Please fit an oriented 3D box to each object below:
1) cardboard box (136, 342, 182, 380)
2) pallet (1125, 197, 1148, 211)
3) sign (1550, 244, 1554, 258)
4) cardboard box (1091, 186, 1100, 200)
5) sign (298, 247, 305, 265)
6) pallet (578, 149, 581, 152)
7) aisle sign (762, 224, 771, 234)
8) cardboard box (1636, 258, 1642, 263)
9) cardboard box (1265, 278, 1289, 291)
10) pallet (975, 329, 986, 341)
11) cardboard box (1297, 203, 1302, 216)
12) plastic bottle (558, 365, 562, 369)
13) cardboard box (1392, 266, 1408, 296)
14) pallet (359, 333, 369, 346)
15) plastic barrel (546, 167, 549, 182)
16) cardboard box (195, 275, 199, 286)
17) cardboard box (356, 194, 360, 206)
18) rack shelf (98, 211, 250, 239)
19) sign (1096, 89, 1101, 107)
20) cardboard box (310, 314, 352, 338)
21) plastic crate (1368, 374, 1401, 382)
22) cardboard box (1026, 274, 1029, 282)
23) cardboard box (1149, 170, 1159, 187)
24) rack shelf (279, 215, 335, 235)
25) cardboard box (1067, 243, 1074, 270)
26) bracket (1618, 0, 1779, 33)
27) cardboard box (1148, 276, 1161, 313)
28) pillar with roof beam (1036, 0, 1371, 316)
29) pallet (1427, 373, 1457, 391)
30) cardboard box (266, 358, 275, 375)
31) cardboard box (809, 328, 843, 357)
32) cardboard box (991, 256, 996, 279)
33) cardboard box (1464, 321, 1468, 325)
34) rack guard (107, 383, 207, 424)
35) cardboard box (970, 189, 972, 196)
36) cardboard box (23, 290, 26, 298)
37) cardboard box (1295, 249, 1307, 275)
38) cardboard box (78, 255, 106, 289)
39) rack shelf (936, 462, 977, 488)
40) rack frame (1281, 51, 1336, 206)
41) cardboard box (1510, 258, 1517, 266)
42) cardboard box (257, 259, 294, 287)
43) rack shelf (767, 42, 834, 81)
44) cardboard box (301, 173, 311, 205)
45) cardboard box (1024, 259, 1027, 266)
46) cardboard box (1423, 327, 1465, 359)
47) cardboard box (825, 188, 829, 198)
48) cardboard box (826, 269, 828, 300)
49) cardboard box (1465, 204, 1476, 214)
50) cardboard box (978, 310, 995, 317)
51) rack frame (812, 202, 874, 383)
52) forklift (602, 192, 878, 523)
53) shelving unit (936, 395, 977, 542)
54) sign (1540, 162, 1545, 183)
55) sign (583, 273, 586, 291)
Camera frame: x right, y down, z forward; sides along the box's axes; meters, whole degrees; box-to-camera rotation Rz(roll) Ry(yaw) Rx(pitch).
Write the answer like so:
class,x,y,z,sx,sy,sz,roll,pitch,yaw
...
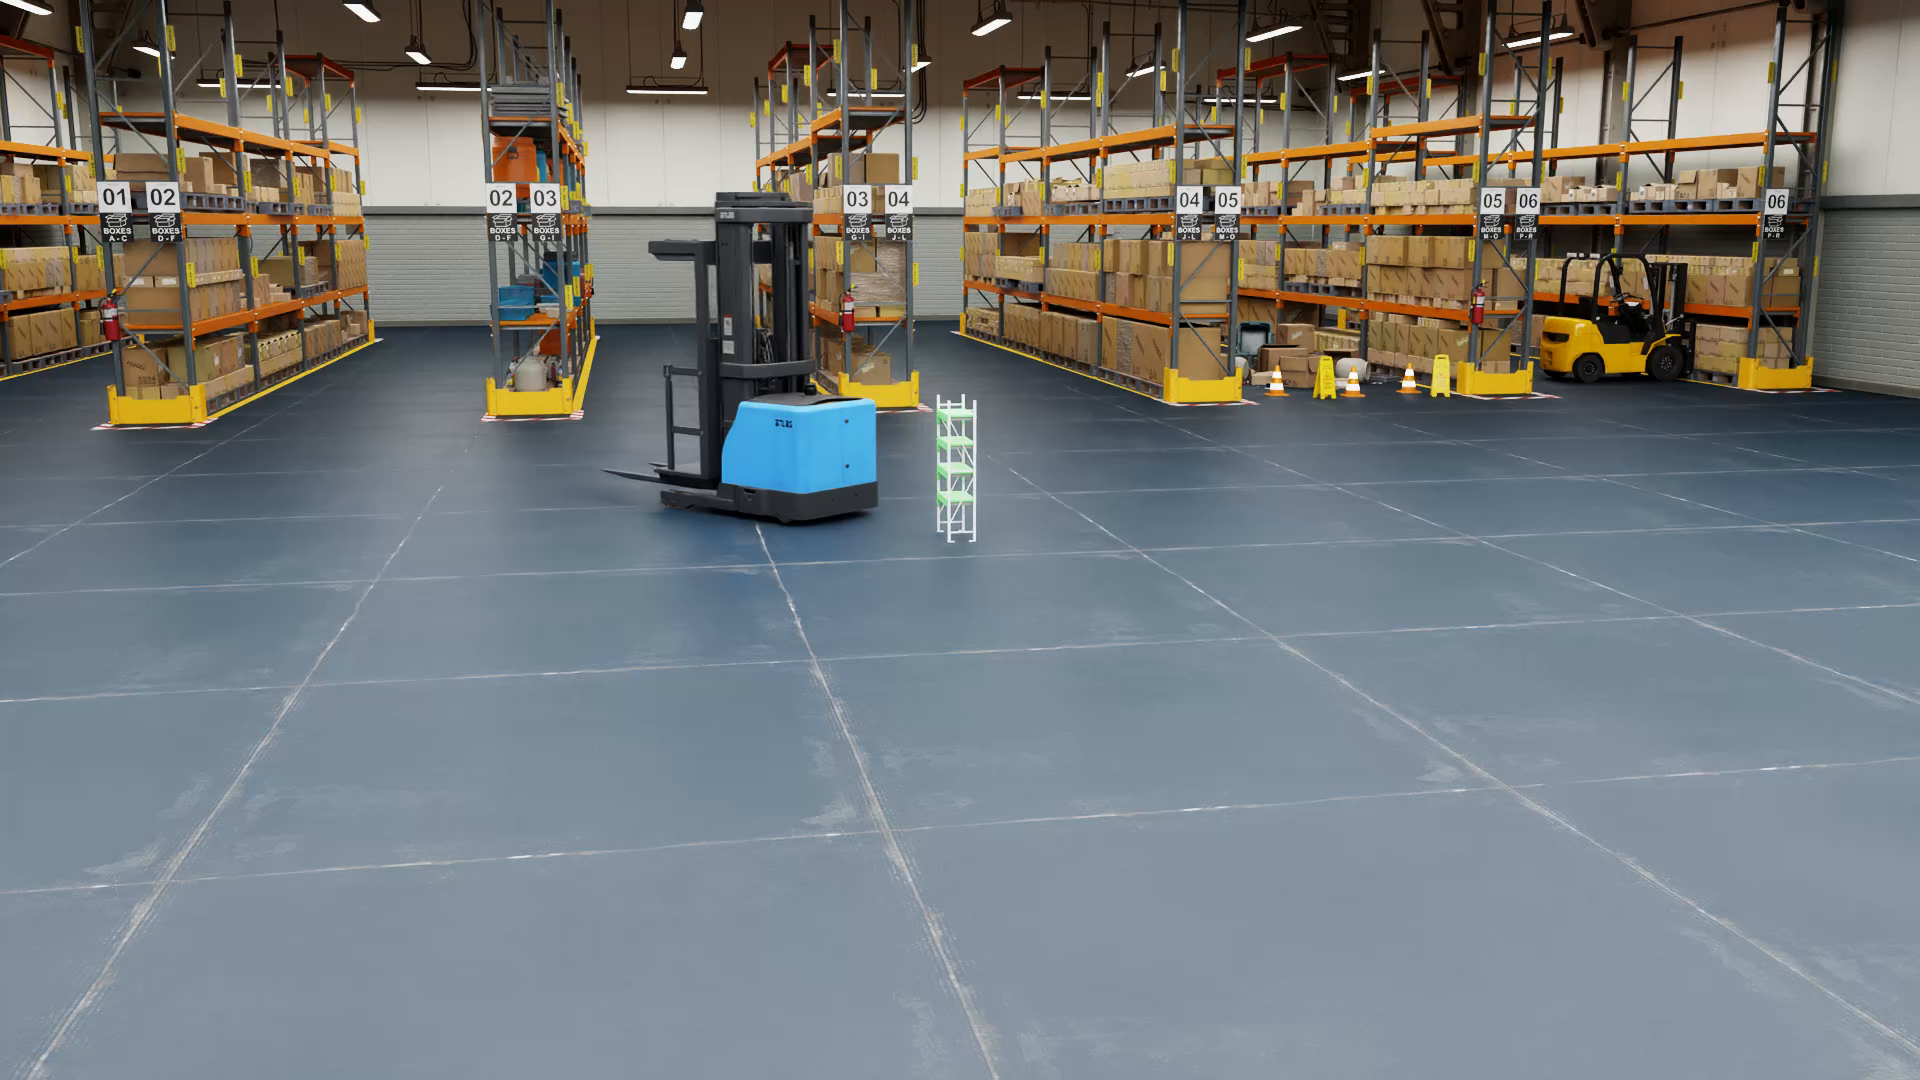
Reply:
class,x,y,z,sx,sy,sz,roll,pitch,yaw
cardboard box,-11.512,-2.580,23.954,0.500,0.500,0.500,-2,11,-11
pallet,3.301,-5.397,26.744,1.003,0.211,1.213,-2,11,-11
sign,12.388,-6.044,34.830,0.100,0.325,0.005,-2,11,-11
cardboard box,2.624,-6.120,29.315,0.500,0.250,0.500,-2,11,-10
sign,-11.919,-5.142,30.095,0.100,0.325,0.005,-2,11,-11
pallet,-8.190,-7.973,33.594,1.003,0.211,1.213,-2,11,-11
aisle sign,-4.609,-7.659,39.461,0.394,0.787,0.004,-2,11,-11
cardboard box,12.550,-5.121,30.281,0.380,0.149,0.250,-2,11,-10
cardboard box,6.623,-5.282,34.329,0.500,0.250,0.500,-3,11,-13
pallet,0.956,-4.784,38.767,1.003,0.211,1.213,-2,11,-11
cardboard box,6.920,-6.570,33.027,0.396,0.266,0.258,-2,11,-11
plastic bottle,-6.220,-2.603,25.971,0.097,0.271,0.097,0,11,0
cardboard box,7.771,-4.460,28.543,0.500,0.500,0.500,-2,11,-11
pallet,-13.848,-4.490,37.223,1.003,0.211,1.213,-2,11,-11
plastic barrel,-7.529,-6.138,29.254,0.600,0.830,0.708,-2,11,-11
cardboard box,-10.873,-3.627,23.229,0.380,0.149,0.250,-2,11,-11
cardboard box,-13.669,-7.581,37.044,0.500,0.250,0.500,-2,11,-11
rack shelf,-11.296,-4.573,24.100,1.077,0.370,4.000,-2,11,-11
sign,2.684,-8.579,32.280,0.100,0.325,0.005,-2,11,-11
cardboard box,-13.611,-4.621,35.951,0.797,0.503,0.637,-2,11,-11
plastic crate,7.255,-2.787,28.626,0.402,0.080,0.583,-6,13,-31
cardboard box,1.547,-5.276,33.445,0.380,0.149,0.250,-2,11,-11
cardboard box,3.230,-5.580,25.683,0.500,0.250,0.500,-2,11,-11
rack shelf,-12.852,-6.040,31.808,1.077,0.370,4.000,-2,11,-11
cardboard box,2.419,-5.345,31.316,0.700,0.500,0.500,-2,11,-12
bracket,13.218,-9.398,29.881,0.076,0.066,4.783,-2,11,-11
cardboard box,3.451,-3.847,25.986,0.875,0.550,0.550,-2,11,-11
pillar with roof beam,6.425,-10.239,43.925,9.100,9.000,0.548,-2,11,-11
pallet,8.394,-2.600,27.292,1.003,0.211,1.213,-2,11,-11
cardboard box,-11.618,-2.852,27.387,0.500,0.250,0.500,-2,11,-10
cardboard box,-2.475,-3.677,31.002,0.700,0.500,0.500,-3,11,-16
cardboard box,0.991,-6.082,37.063,0.500,0.500,0.500,-2,11,-11
cardboard box,11.359,-4.690,36.378,0.500,0.500,0.500,-2,11,-9
rack guard,-10.902,-1.853,22.596,1.175,0.500,0.348,-2,11,-11
cardboard box,0.437,-8.215,39.312,0.380,0.149,0.250,-2,11,-11
cardboard box,-17.396,-4.515,30.511,0.380,0.149,0.250,-2,11,-10
cardboard box,6.944,-5.488,32.822,0.500,0.500,0.500,-2,11,-8
cardboard box,-18.477,-5.620,34.900,0.980,0.700,0.700,-3,11,-14
rack shelf,-0.032,-0.557,14.256,0.258,0.148,0.480,-2,11,-11
rack frame,6.976,-8.220,33.316,1.000,3.000,0.127,-2,11,-11
cardboard box,11.617,-5.753,34.396,0.380,0.149,0.250,-2,11,-9
cardboard box,-12.696,-4.920,30.631,0.700,0.500,0.500,-6,12,-30
rack shelf,-3.134,-9.506,33.106,1.077,0.370,4.000,-2,11,-11
cardboard box,-13.063,-6.848,32.471,0.600,0.600,0.600,-2,11,-12
cardboard box,1.497,-5.617,33.642,0.380,0.149,0.250,-2,11,-9
cardboard box,8.015,-3.263,27.540,0.500,0.500,0.500,-2,11,-9
cardboard box,-1.916,-5.466,26.204,0.380,0.149,0.250,-2,11,-12
cardboard box,-1.681,-4.108,26.695,0.875,0.500,0.500,-2,11,-11
cardboard box,8.188,-5.211,26.202,0.380,0.149,0.250,-2,11,-11
cardboard box,0.628,-5.290,38.880,0.380,0.149,0.250,-2,11,-10
rack frame,-1.967,-4.179,28.129,1.000,3.000,0.127,-2,11,-11
forklift,-2.217,-1.791,15.768,3.031,2.935,1.130,9,14,39
shelving unit,-0.032,-0.620,14.244,0.258,1.200,0.503,-2,11,-11
sign,9.064,-5.728,25.910,0.100,0.325,0.005,-2,11,-11
sign,-7.065,-4.834,31.134,0.100,0.325,0.005,-2,11,-11
